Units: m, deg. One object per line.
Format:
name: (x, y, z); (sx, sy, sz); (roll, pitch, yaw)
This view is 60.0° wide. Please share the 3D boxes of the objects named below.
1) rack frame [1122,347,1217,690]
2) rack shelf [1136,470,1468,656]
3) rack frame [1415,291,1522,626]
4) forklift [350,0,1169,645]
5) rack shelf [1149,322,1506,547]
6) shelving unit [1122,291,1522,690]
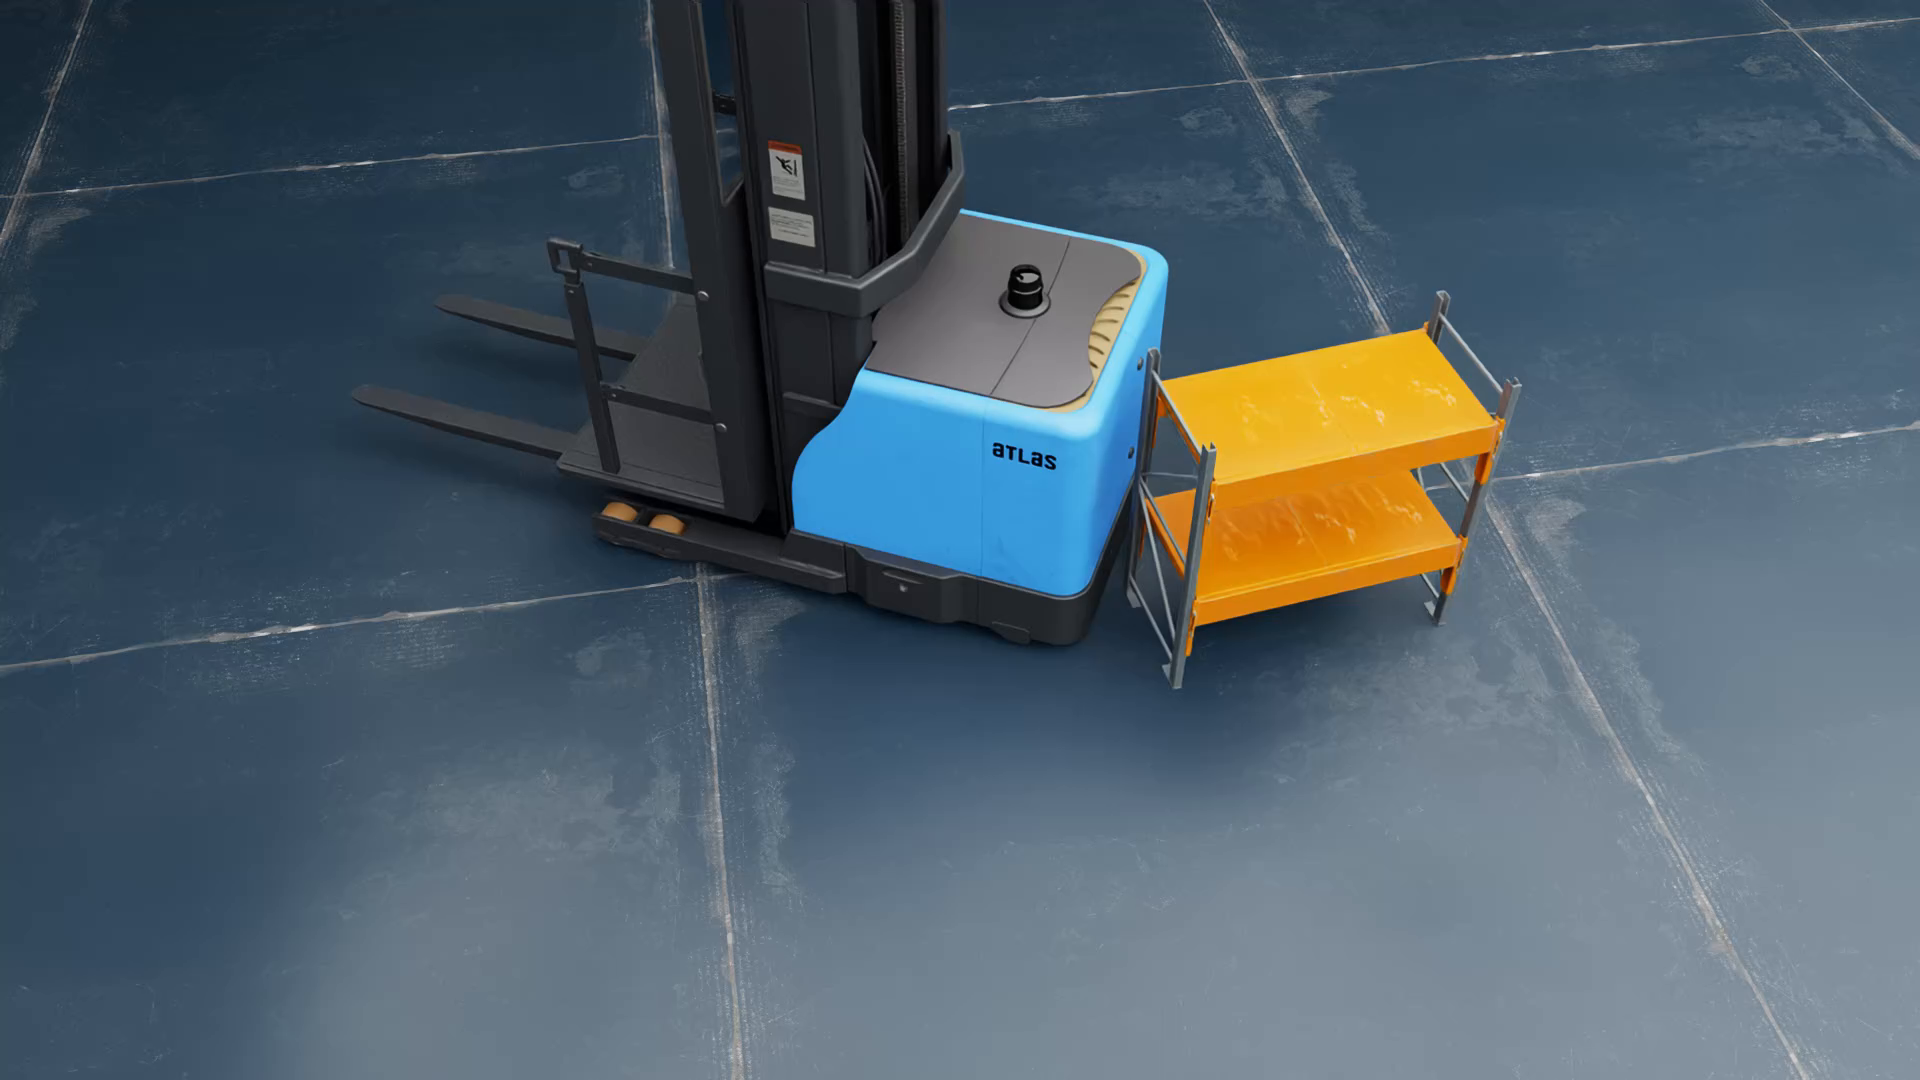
rack frame: (0.680, -0.047, 5.514); (0.032, 1.125, 0.500); (-12, 47, -11)
rack shelf: (1.167, 0.018, 5.791); (1.000, 0.278, 0.538); (-12, 47, -11)
rack frame: (1.654, -0.257, 5.717); (0.032, 1.125, 0.500); (-12, 47, -11)
forklift: (-0.841, -1.294, 5.461); (3.031, 2.935, 1.130); (14, 48, 13)
rack shelf: (1.167, -0.355, 5.405); (1.000, 0.278, 0.538); (-12, 47, -11)
shelving unit: (1.167, -0.152, 5.615); (1.048, 1.125, 0.538); (-12, 47, -11)
